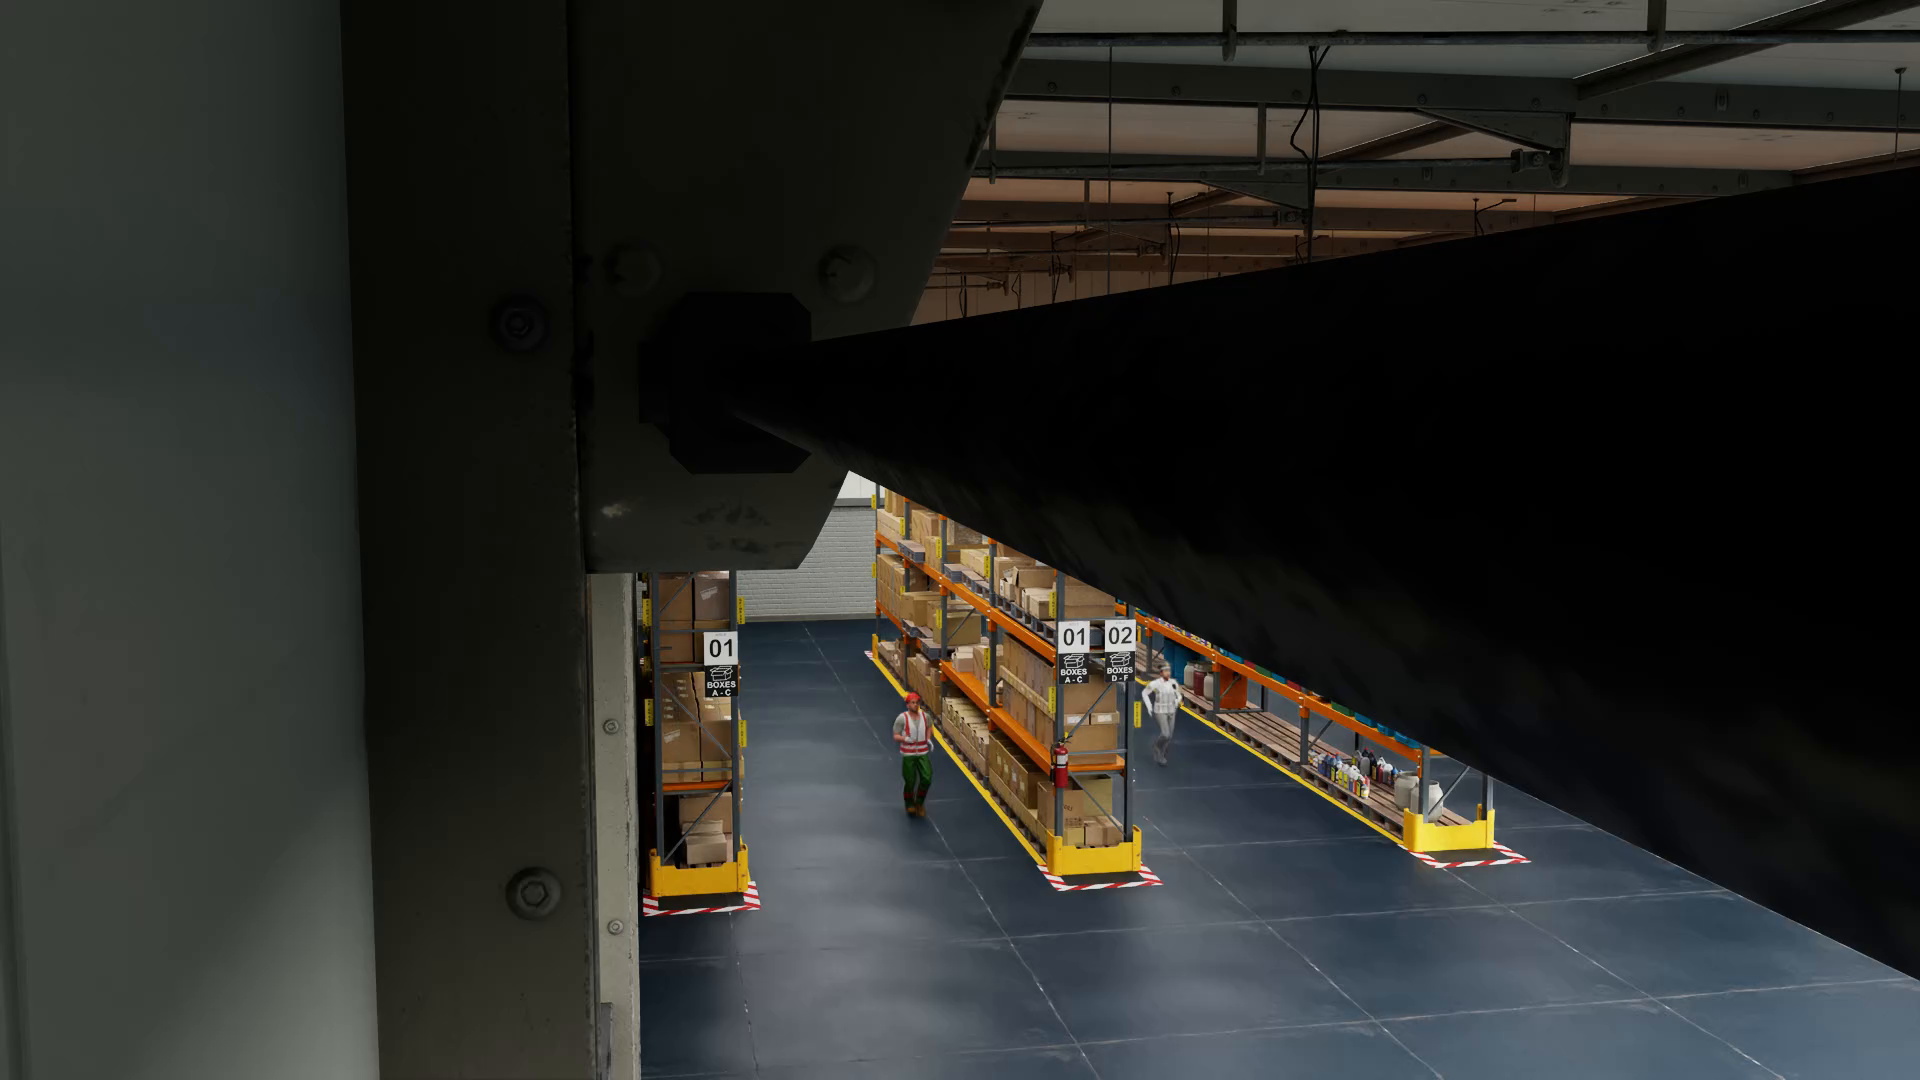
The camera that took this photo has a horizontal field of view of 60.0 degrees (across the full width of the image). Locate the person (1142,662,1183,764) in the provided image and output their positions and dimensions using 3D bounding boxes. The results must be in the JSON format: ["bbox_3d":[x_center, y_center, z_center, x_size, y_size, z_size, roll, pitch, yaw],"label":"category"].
[{"bbox_3d":[3.278,2.767,26.528,0.593,1.660,0.624,-2,6,-21],"label":"person"}]

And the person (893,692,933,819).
[{"bbox_3d":[-0.617,3.046,23.423,0.634,1.795,0.655,-2,6,-17],"label":"person"}]
